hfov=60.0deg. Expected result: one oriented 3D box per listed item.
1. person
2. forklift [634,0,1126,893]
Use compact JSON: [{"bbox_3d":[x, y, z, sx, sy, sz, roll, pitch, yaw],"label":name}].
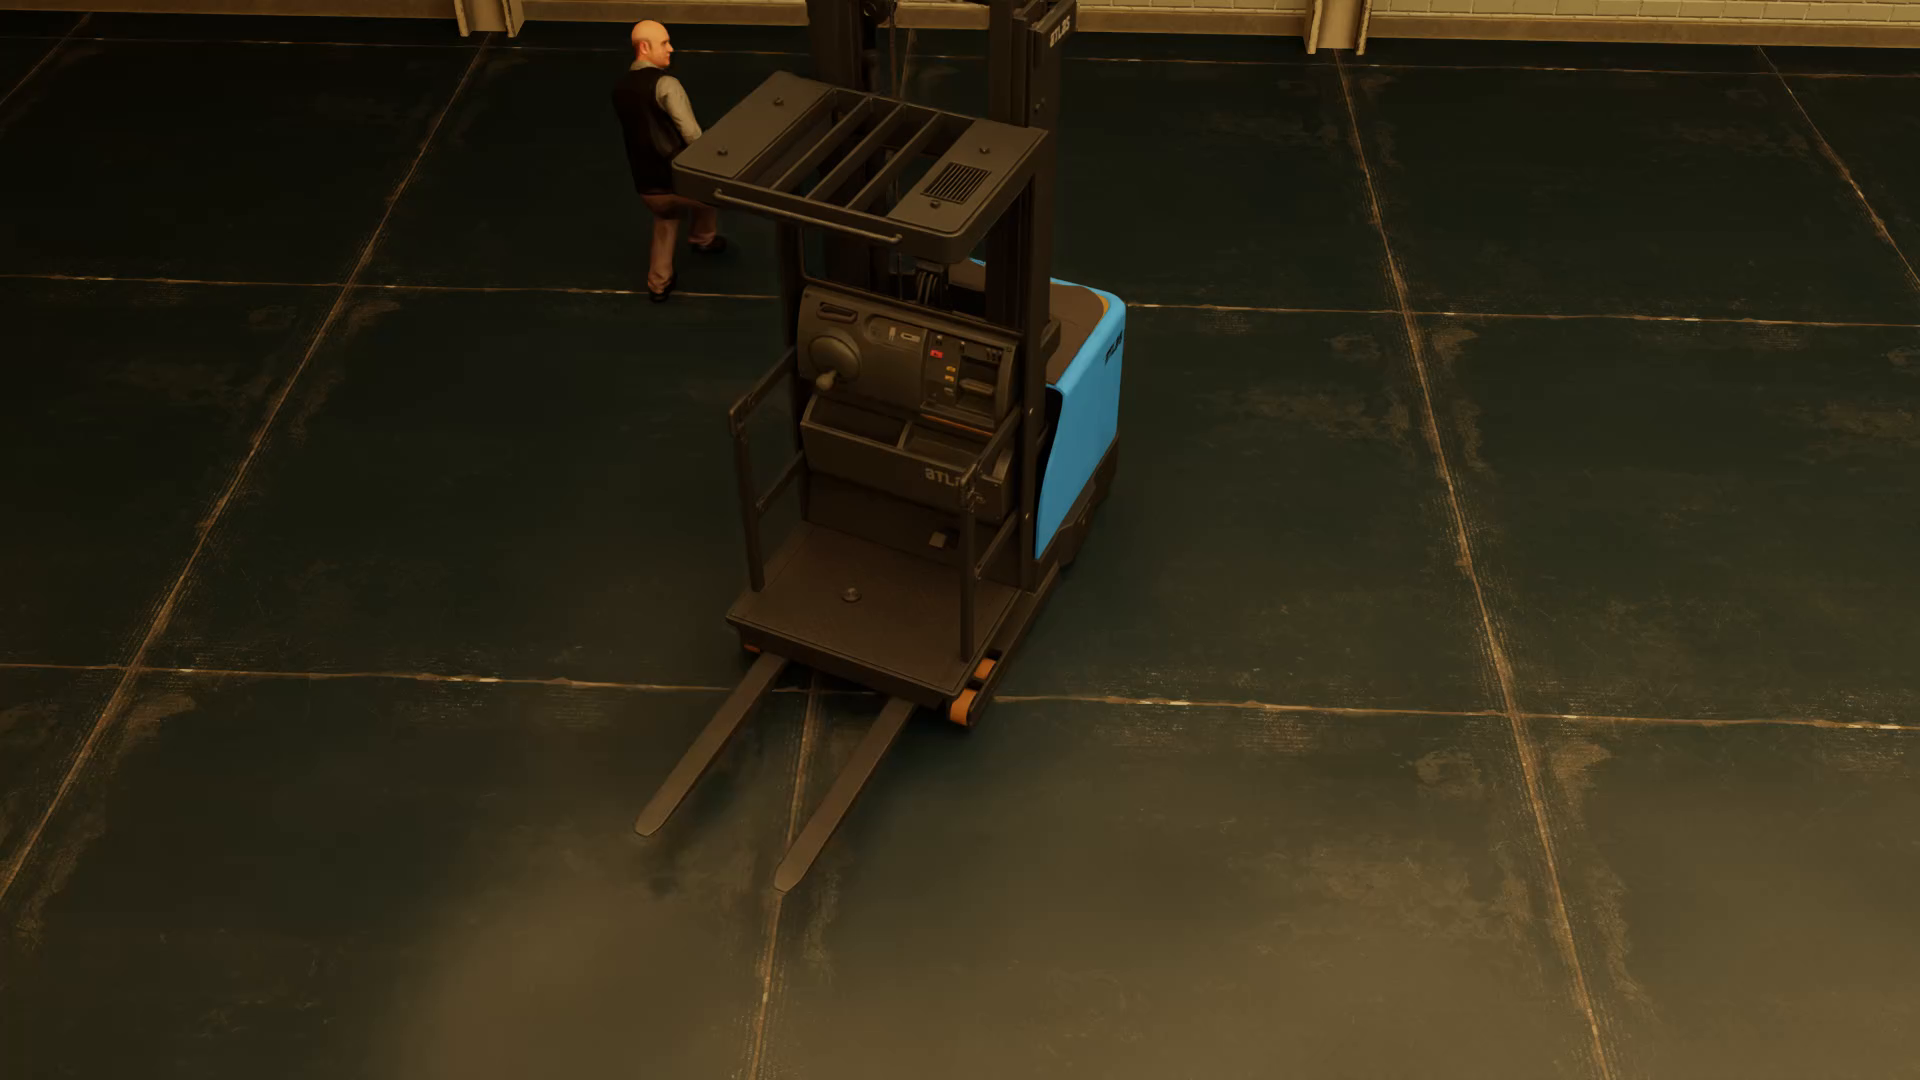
[{"bbox_3d":[-1.491,-2.072,9.067,0.746,1.541,0.762,11,44,12],"label":"person"},{"bbox_3d":[-0.309,-0.633,6.435,1.130,2.935,3.031,17,45,18],"label":"forklift"}]
